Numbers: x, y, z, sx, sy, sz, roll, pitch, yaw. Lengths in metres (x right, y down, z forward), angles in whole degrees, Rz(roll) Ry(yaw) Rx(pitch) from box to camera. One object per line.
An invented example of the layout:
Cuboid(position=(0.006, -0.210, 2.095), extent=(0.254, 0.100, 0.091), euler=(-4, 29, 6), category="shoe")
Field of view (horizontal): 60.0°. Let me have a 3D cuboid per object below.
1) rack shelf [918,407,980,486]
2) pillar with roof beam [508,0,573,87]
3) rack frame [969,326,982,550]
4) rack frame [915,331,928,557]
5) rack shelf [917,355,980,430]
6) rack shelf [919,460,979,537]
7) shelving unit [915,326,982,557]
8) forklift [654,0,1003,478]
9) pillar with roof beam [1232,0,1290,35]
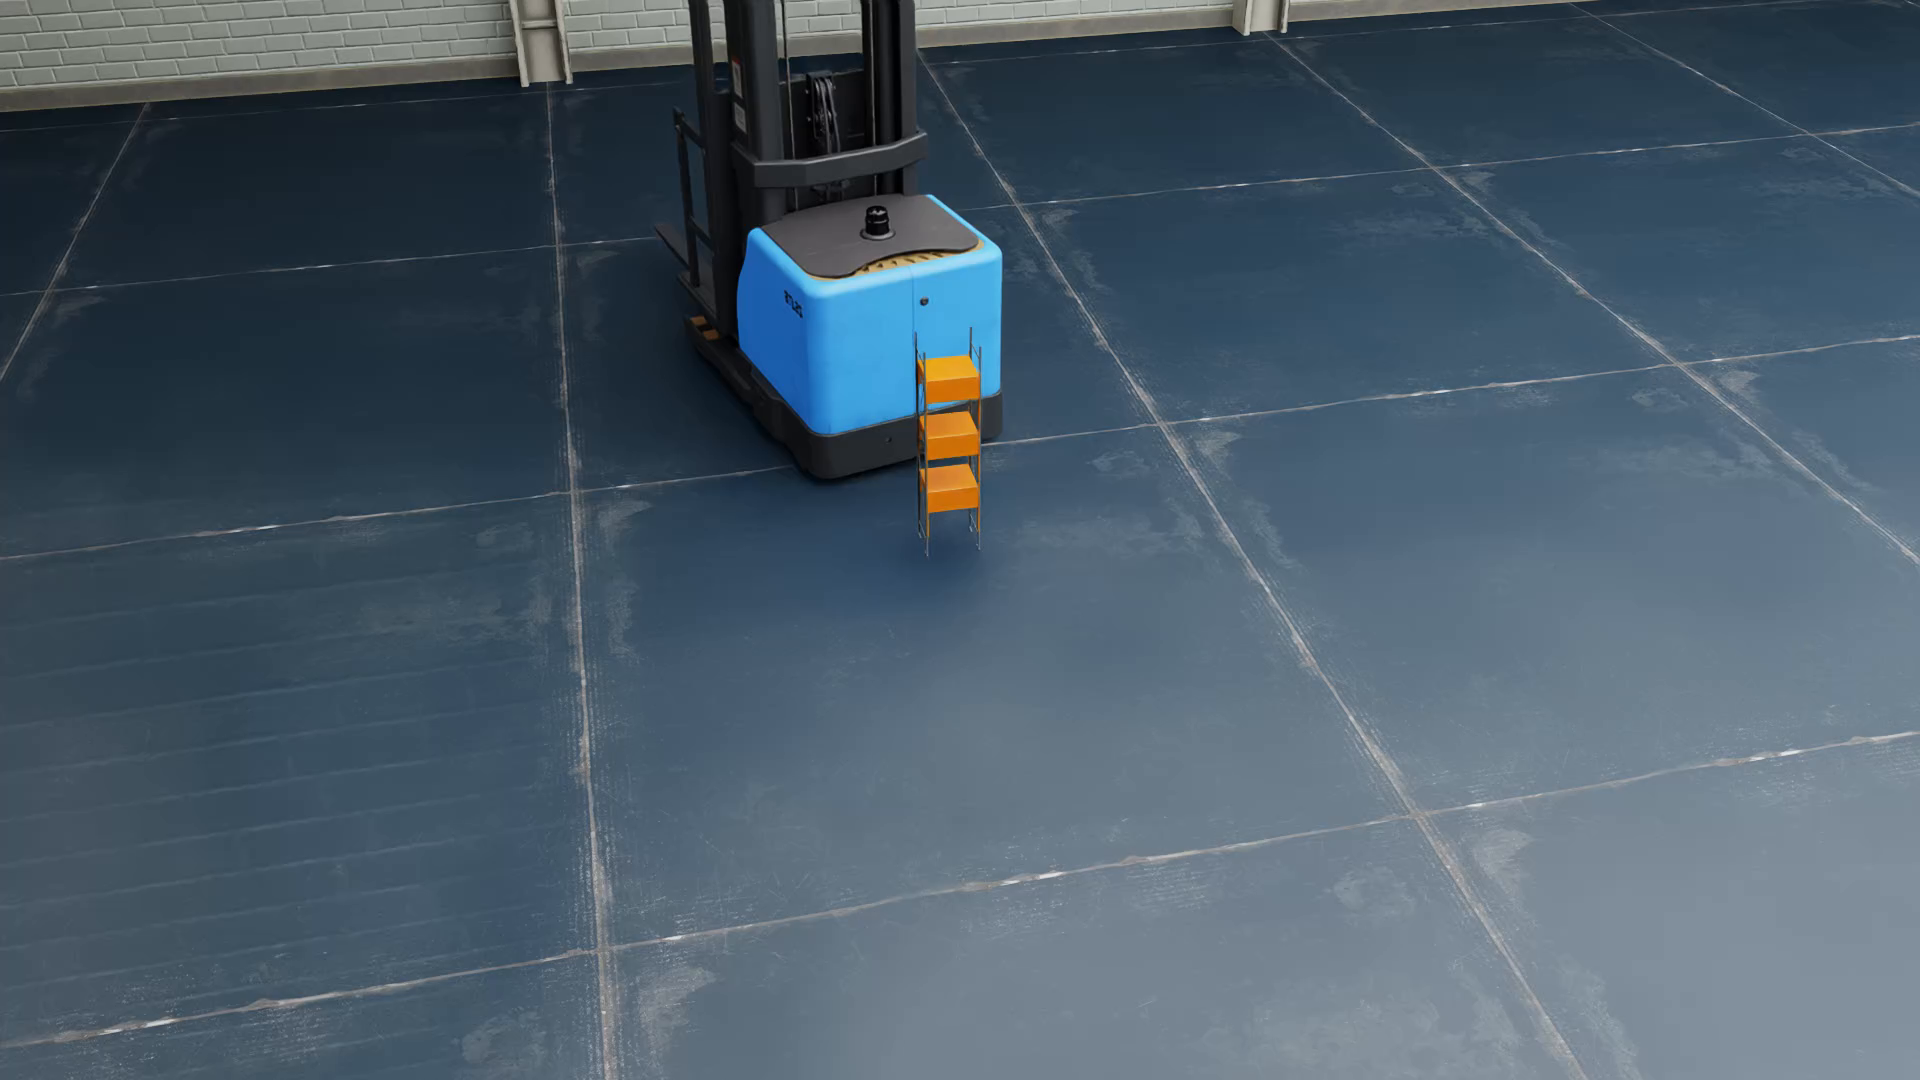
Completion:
Cuboid(position=(-0.052, -0.421, 7.454), extent=(0.240, 0.259, 0.215), euler=(-7, 35, -11), category="rack shelf")
Cuboid(position=(-2.332, -5.061, 7.216), extent=(0.400, 9.000, 9.100), euler=(-7, 35, -11), category="pillar with roof beam")
Cuboid(position=(0.067, -0.444, 7.470), extent=(0.008, 1.050, 0.200), euler=(-7, 35, -11), category="rack frame")
Cuboid(position=(-0.171, -0.414, 7.425), extent=(0.008, 1.050, 0.200), euler=(-7, 35, -11), category="rack frame")
Cuboid(position=(-0.052, -0.656, 7.295), extent=(0.240, 0.259, 0.215), euler=(-7, 35, -11), category="rack shelf")
Cuboid(position=(-0.052, -0.190, 7.608), extent=(0.240, 0.259, 0.215), euler=(-7, 35, -11), category="rack shelf")
Cuboid(position=(-0.052, -0.429, 7.448), extent=(0.252, 1.050, 0.215), euler=(-7, 35, -11), category="shelving unit")
Cuboid(position=(-0.901, -2.319, 8.575), extent=(1.130, 2.935, 3.031), euler=(-16, 37, -22), category="forklift")
Cuboid(position=(3.520, -5.799, 8.315), extent=(0.400, 9.000, 9.100), euler=(-7, 35, -11), category="pillar with roof beam")
